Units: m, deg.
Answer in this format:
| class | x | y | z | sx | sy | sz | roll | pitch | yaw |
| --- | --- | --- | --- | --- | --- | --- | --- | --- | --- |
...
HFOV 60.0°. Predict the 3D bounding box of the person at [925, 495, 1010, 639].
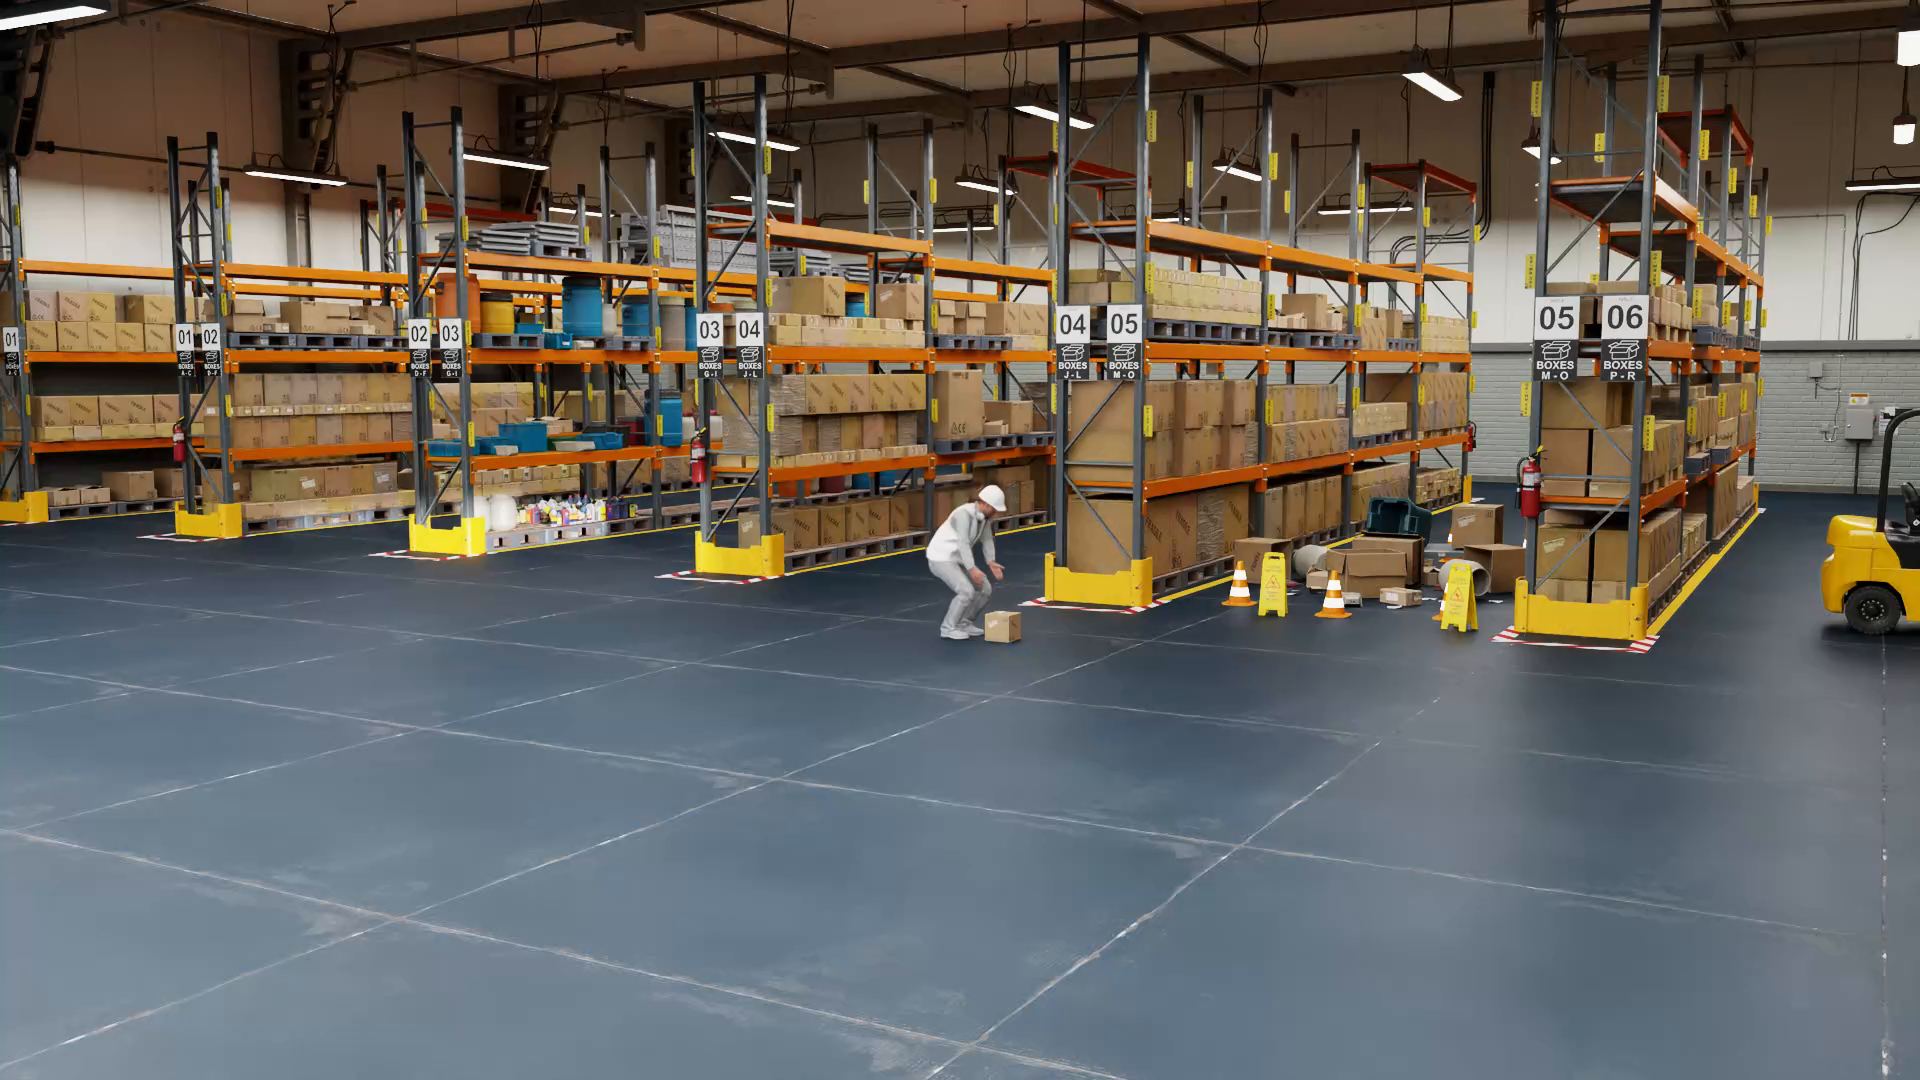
| class | x | y | z | sx | sy | sz | roll | pitch | yaw |
| --- | --- | --- | --- | --- | --- | --- | --- | --- | --- |
| person | 0.093 | 0.241 | 15.699 | 0.799 | 1.360 | 0.589 | 3 | 7 | 29 |
